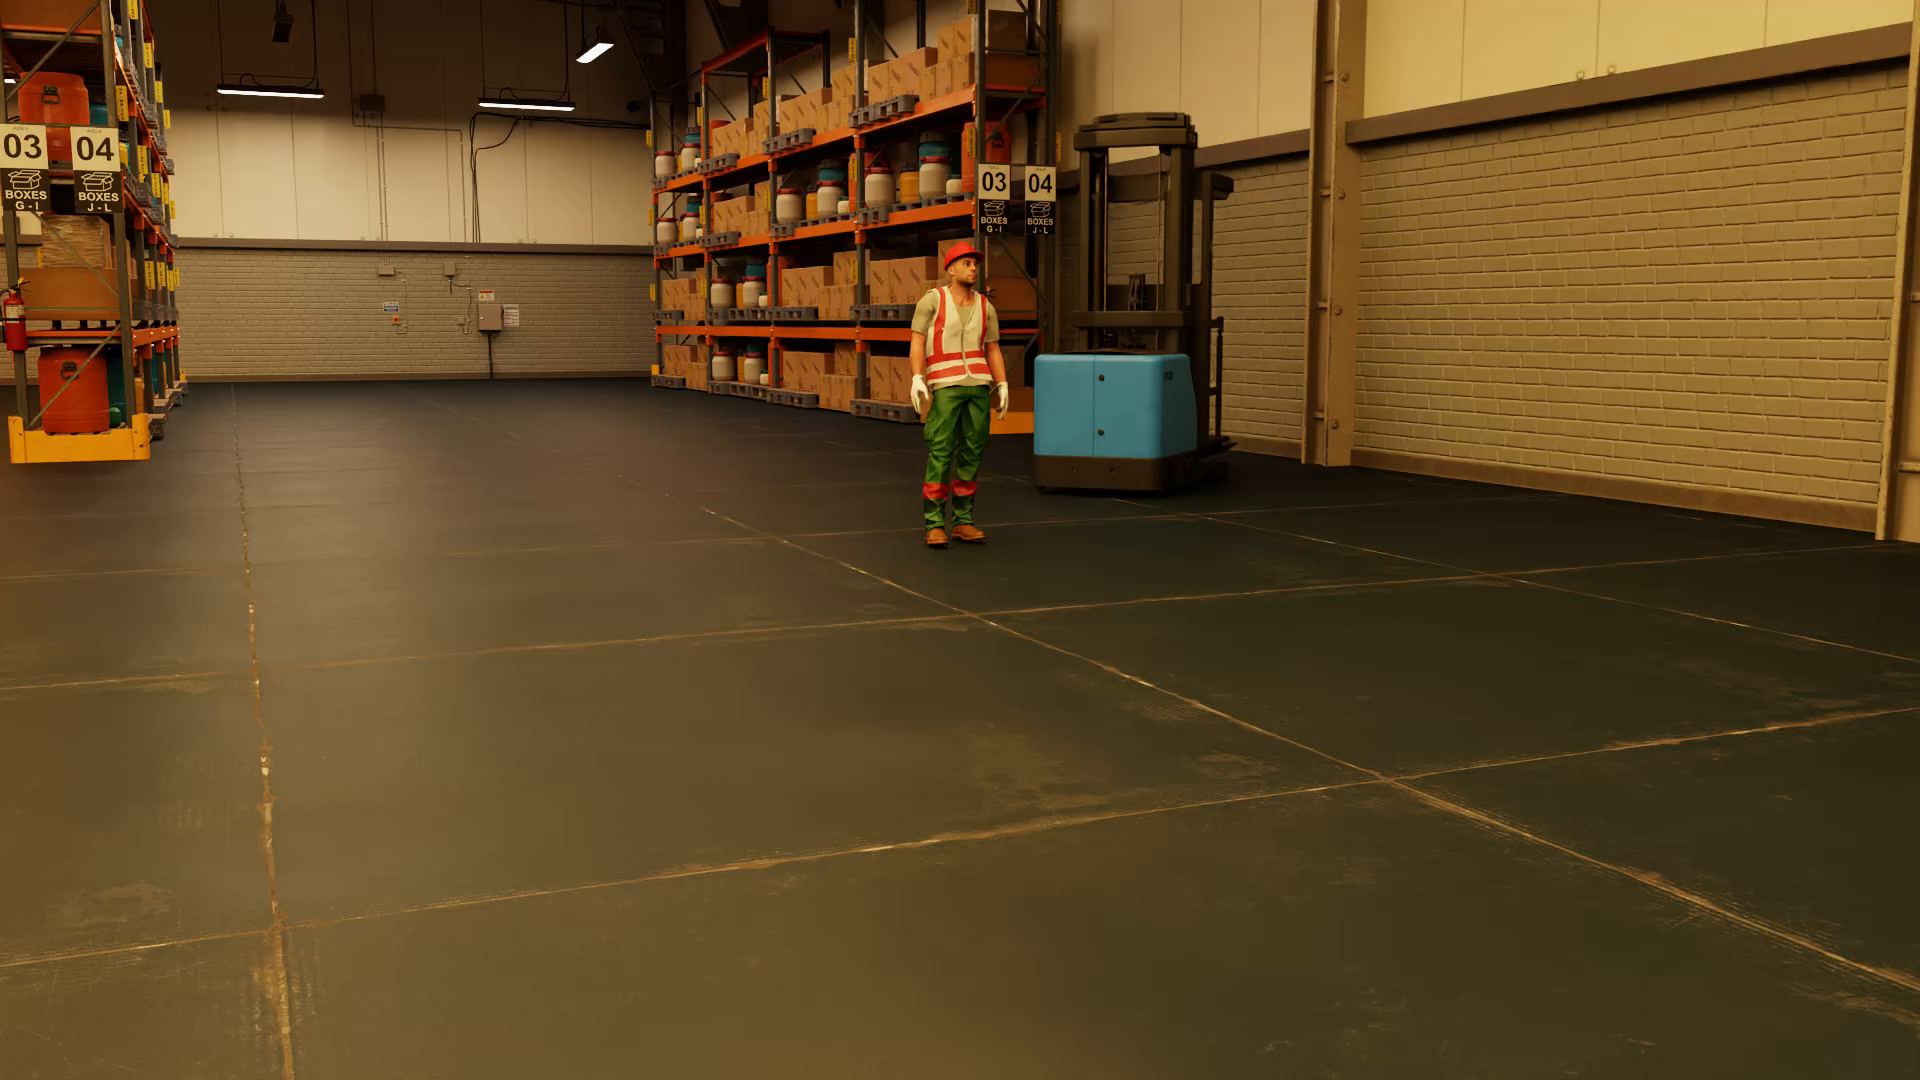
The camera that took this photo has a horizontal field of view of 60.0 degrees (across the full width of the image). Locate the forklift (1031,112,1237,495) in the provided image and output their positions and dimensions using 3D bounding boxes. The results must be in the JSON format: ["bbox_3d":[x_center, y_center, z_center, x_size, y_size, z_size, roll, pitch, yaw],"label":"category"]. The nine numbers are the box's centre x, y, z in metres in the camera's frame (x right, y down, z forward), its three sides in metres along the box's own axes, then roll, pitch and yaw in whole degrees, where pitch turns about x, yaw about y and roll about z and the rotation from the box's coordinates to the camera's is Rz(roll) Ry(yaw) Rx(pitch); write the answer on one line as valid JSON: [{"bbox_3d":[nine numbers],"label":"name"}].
[{"bbox_3d":[1.603,-1.950,13.736,1.130,2.935,3.031,3,8,23],"label":"forklift"}]

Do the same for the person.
[{"bbox_3d":[0.021,-0.884,9.959,0.638,1.787,0.564,-3,8,-23],"label":"person"}]
